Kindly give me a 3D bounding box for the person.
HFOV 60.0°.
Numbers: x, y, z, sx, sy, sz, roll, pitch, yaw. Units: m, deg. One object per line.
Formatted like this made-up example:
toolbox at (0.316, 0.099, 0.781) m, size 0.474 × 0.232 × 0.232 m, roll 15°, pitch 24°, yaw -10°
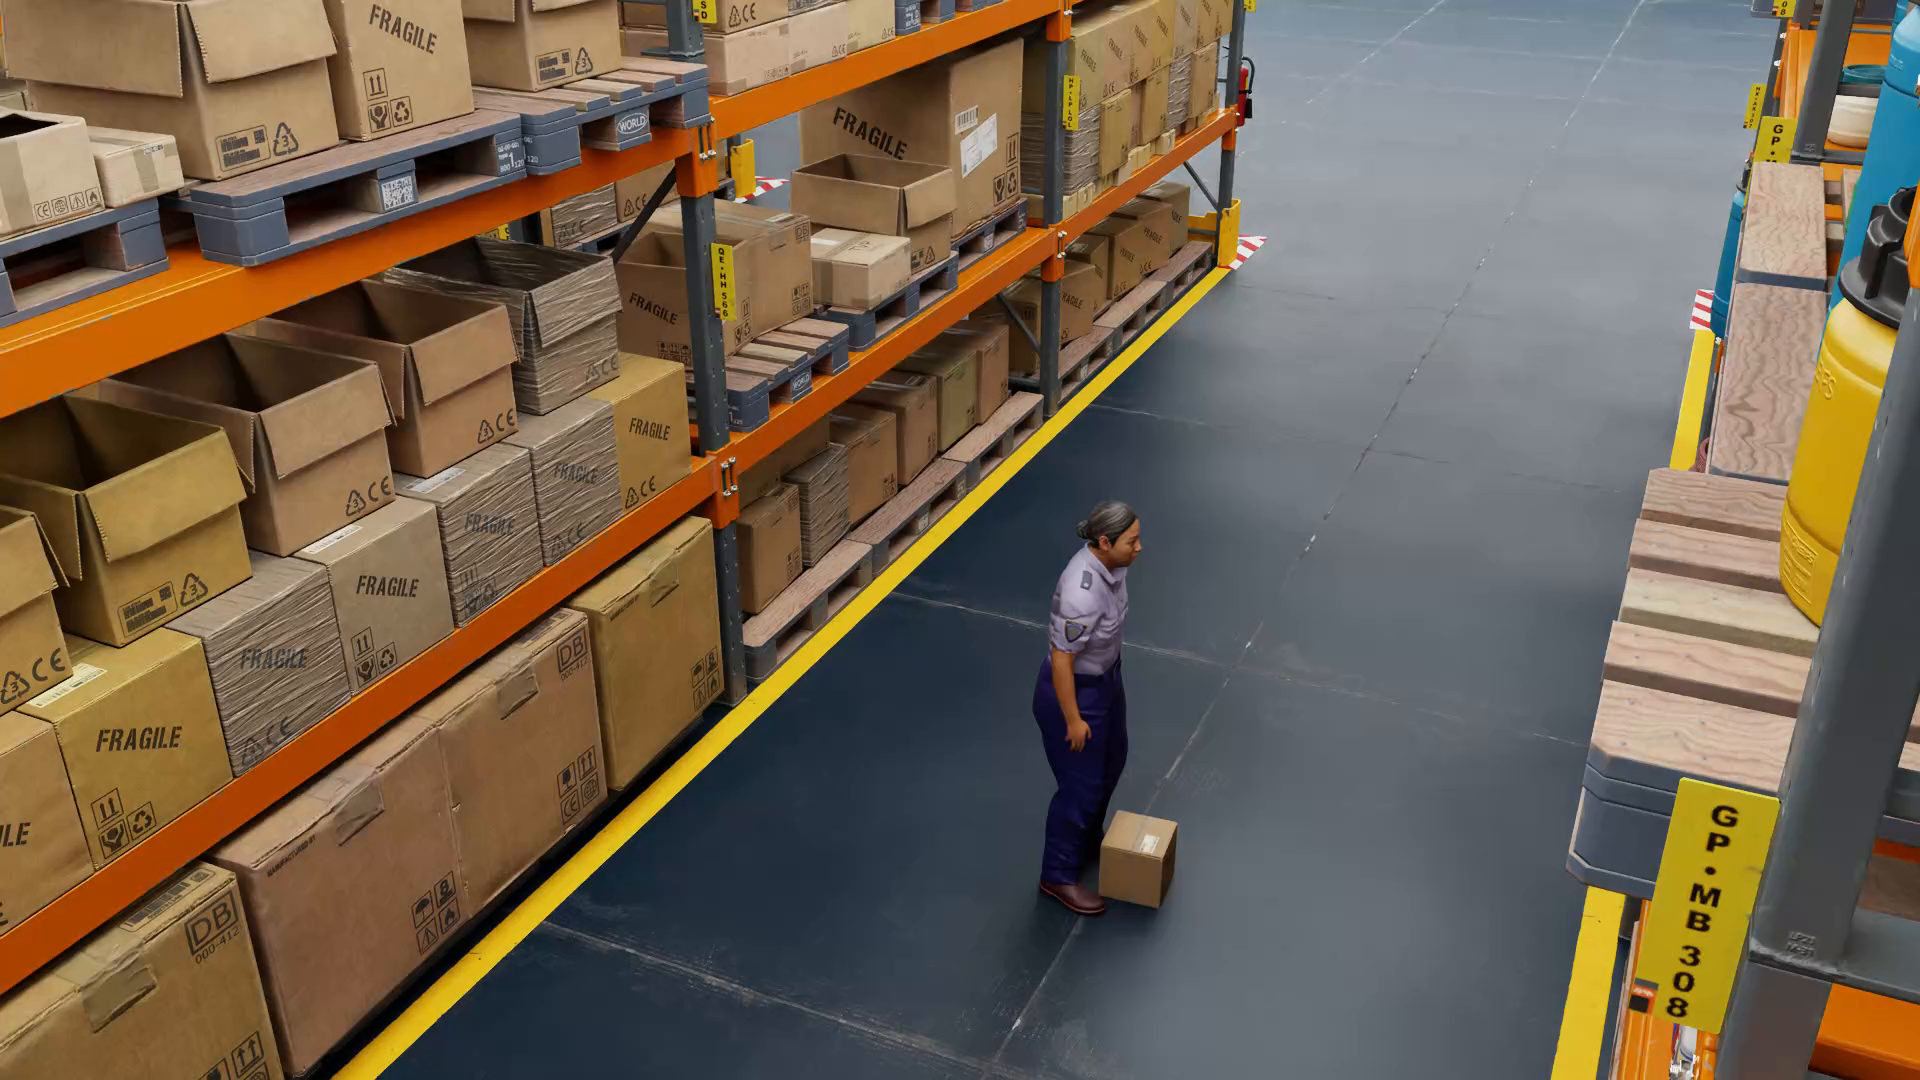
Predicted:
person at (0.490, 0.604, 6.402) m, size 0.375 × 1.650 × 0.548 m, roll 10°, pitch 28°, yaw 20°
